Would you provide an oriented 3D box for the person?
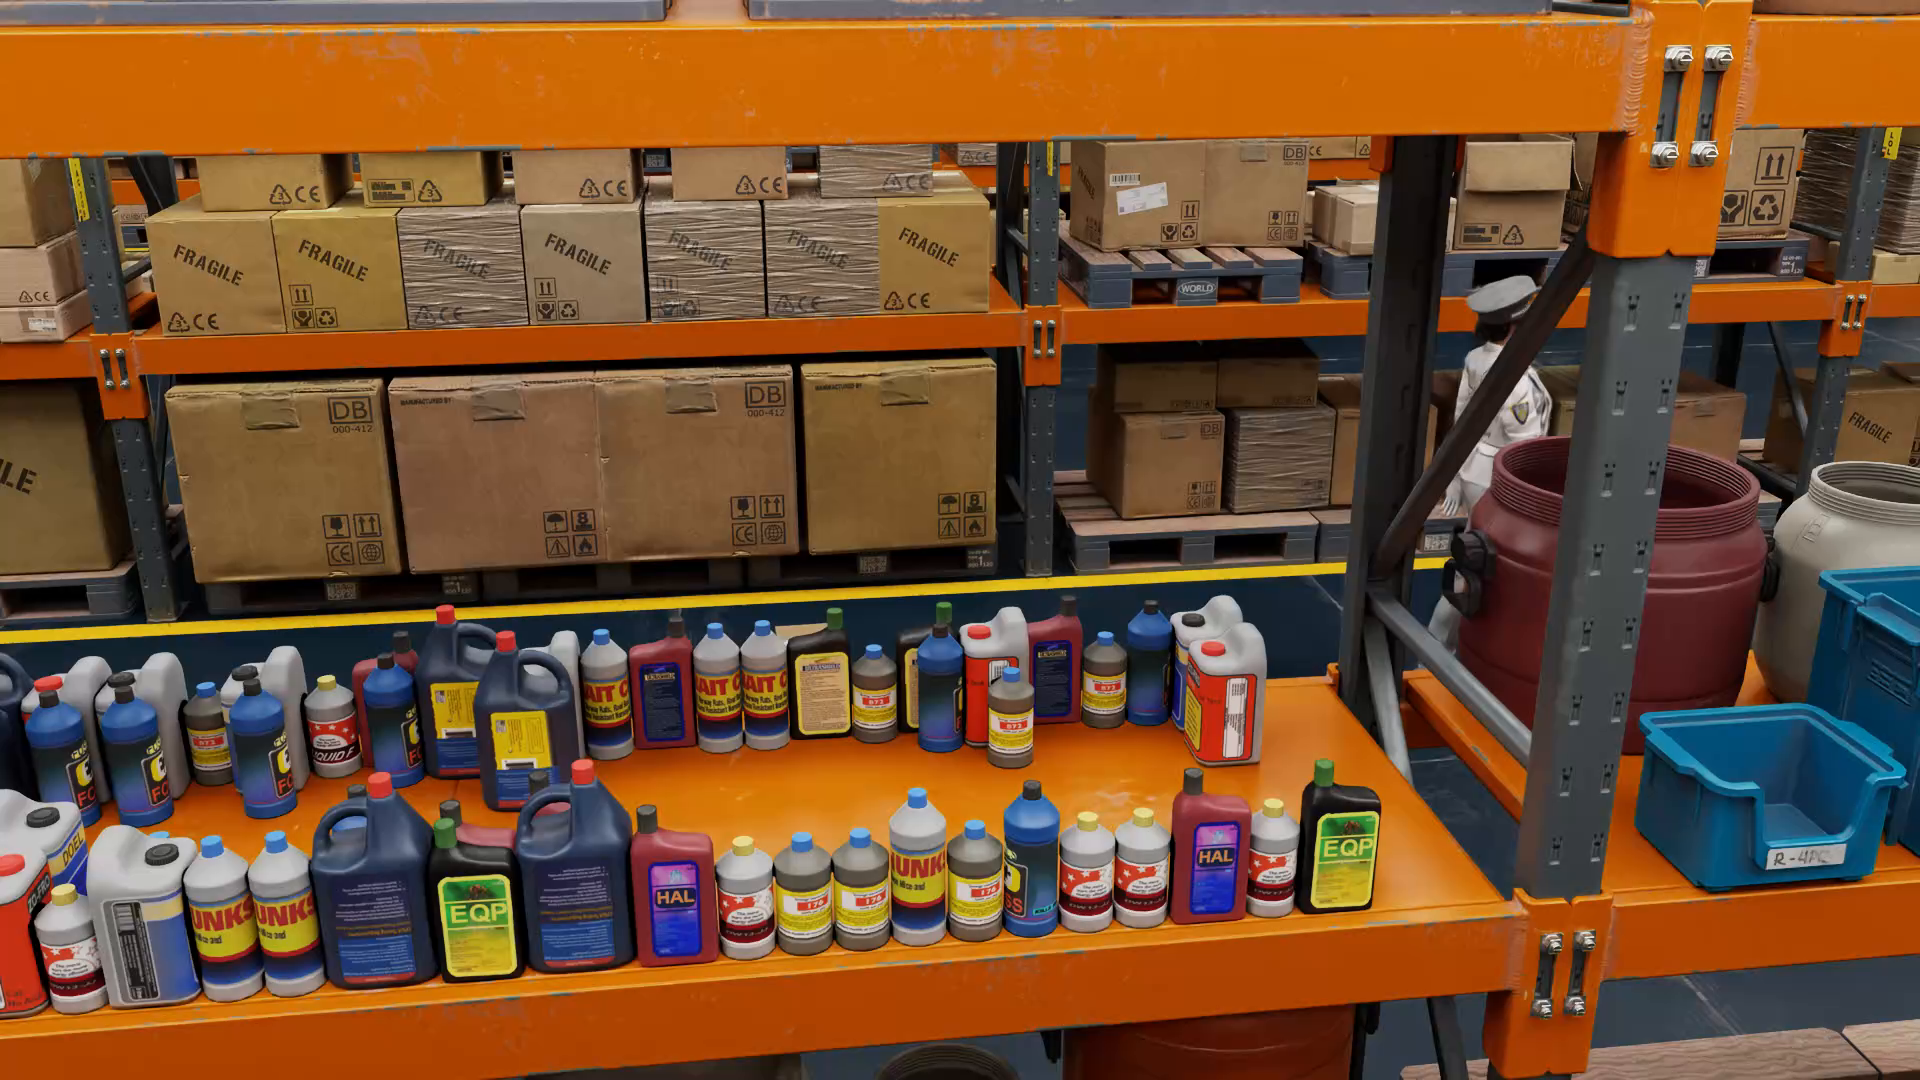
[{"bbox_3d":[2.173,-0.173,6.537,0.615,1.740,0.486,2,20,4],"label":"person"}]
